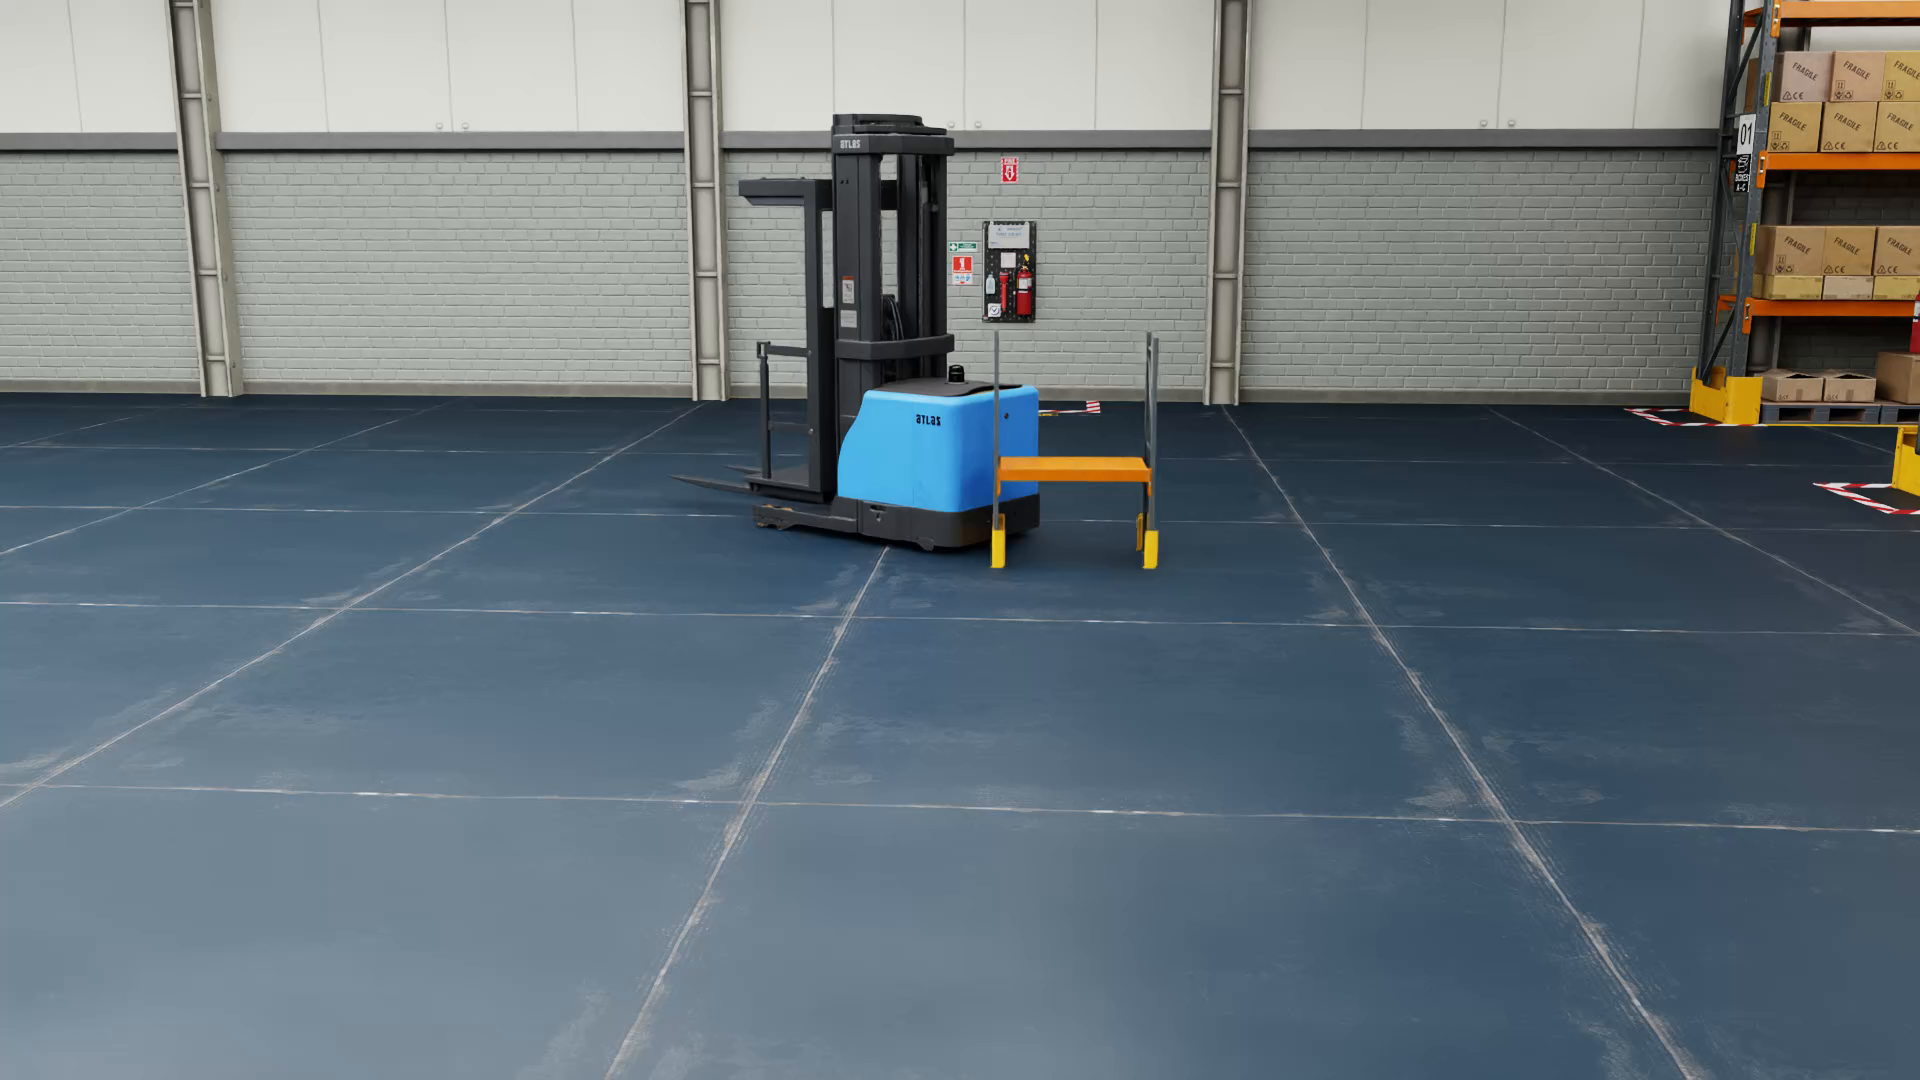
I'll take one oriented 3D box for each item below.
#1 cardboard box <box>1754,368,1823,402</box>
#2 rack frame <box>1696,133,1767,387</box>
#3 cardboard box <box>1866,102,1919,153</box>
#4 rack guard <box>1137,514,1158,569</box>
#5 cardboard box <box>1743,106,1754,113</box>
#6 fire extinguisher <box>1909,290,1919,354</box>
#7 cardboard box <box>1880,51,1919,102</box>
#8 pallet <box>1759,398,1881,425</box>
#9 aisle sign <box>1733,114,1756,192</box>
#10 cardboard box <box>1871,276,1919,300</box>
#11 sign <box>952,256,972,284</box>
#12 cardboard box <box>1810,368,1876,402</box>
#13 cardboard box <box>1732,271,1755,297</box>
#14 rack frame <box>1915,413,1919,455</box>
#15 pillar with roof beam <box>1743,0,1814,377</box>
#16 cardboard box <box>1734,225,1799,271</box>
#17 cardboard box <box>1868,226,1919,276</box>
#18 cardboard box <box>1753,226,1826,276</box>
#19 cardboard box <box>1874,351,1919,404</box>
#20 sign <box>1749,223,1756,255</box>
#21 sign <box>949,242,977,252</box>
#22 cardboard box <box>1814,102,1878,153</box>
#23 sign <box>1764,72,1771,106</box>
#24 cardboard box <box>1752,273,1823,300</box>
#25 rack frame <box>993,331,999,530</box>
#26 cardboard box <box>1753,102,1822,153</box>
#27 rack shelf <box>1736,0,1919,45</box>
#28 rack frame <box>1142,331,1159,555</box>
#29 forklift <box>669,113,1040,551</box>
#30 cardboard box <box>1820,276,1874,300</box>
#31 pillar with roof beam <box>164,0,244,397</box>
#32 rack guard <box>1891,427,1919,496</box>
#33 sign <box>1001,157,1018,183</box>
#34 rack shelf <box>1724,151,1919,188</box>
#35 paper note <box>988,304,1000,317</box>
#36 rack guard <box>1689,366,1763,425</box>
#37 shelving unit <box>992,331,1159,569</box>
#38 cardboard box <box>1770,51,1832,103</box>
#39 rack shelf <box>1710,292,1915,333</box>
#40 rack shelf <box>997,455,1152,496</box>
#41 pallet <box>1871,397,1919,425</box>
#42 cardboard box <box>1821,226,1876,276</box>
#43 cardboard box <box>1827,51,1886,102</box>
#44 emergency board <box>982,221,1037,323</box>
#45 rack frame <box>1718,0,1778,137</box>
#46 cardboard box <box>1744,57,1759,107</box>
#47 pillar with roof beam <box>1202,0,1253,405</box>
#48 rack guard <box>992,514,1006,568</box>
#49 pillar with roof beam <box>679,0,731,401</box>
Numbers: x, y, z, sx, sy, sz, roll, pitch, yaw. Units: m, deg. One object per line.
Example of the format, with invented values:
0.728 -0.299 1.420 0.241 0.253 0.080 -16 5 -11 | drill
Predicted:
8.951 -1.684 17.983 0.500 0.311 0.500 -1 12 -3 | cardboard box
8.267 -2.812 17.886 0.127 3.000 1.000 1 12 4 | rack frame
9.636 -4.262 17.200 0.500 0.500 0.500 1 12 6 | cardboard box
1.255 0.005 11.131 0.087 0.250 0.587 0 12 1 | rack guard
8.700 -4.385 17.786 0.500 0.500 0.500 2 12 8 | cardboard box
7.853 -1.859 13.517 0.183 0.674 0.296 1 12 4 | fire extinguisher
9.644 -4.752 17.097 0.500 0.500 0.500 1 12 5 | cardboard box
9.151 -1.428 18.078 1.213 0.211 1.003 1 12 4 | pallet
8.175 -4.024 17.331 0.004 0.787 0.394 1 12 4 | aisle sign
9.759 -2.665 17.498 0.500 0.250 0.500 1 12 3 | cardboard box
0.028 -3.149 19.409 0.234 0.329 0.001 1 12 4 | sign
9.520 -1.676 17.945 0.500 0.311 0.500 2 12 8 | cardboard box
8.746 -2.782 18.058 0.500 0.250 0.500 1 12 5 | cardboard box
7.939 -1.800 13.047 0.127 3.000 1.000 1 12 4 | rack frame
8.735 -5.036 13.866 0.400 9.000 9.100 1 12 4 | pillar with roof beam
8.751 -3.153 17.999 0.500 0.500 0.500 1 12 3 | cardboard box
9.731 -3.030 17.415 0.500 0.500 0.500 0 12 2 | cardboard box
8.723 -3.048 17.497 0.500 0.500 0.500 1 12 4 | cardboard box
10.249 -1.748 17.829 0.500 0.500 0.700 0 12 0 | cardboard box
8.231 -3.125 17.267 0.005 0.325 0.100 1 12 4 | sign
0.032 -3.407 19.346 0.331 0.109 0.001 1 12 4 | sign
9.117 -4.269 17.230 0.500 0.500 0.500 2 12 8 | cardboard box
8.231 -4.597 16.959 0.005 0.325 0.100 1 12 4 | sign
8.732 -2.677 17.557 0.500 0.250 0.500 0 12 2 | cardboard box
0.240 -0.610 11.021 0.032 1.500 0.500 0 12 1 | rack frame
8.584 -4.283 17.300 0.500 0.500 0.500 1 12 5 | cardboard box
10.262 -5.367 17.214 4.000 0.370 1.077 1 12 4 | rack shelf
1.256 -0.606 11.003 0.032 1.500 0.500 0 12 1 | rack frame
-0.900 -1.580 12.165 3.031 2.935 1.130 9 15 37 | forklift
9.252 -2.673 17.537 0.500 0.250 0.500 0 12 2 | cardboard box
-9.224 -5.283 15.043 0.400 9.000 9.100 1 12 4 | pillar with roof beam
7.916 -0.577 13.305 0.348 0.500 1.175 1 12 4 | rack guard
0.572 -4.258 19.136 0.199 0.298 0.001 1 12 4 | sign
10.262 -3.901 17.521 4.000 0.370 1.077 1 12 4 | rack shelf
0.401 -2.688 19.445 0.142 0.148 0.016 1 12 4 | paper note
8.343 -1.588 18.136 0.348 0.500 1.175 1 12 4 | rack guard
0.757 -0.608 11.012 1.083 1.500 0.587 0 12 1 | shelving unit
8.635 -4.774 17.201 0.500 0.500 0.500 0 12 0 | cardboard box
10.262 -2.433 17.828 4.000 0.370 1.077 1 12 4 | rack shelf
0.748 -0.432 11.049 1.000 0.185 0.538 0 12 1 | rack shelf
10.365 -1.411 17.996 1.213 0.211 1.003 1 12 4 | pallet
9.216 -3.039 17.455 0.500 0.500 0.500 1 12 4 | cardboard box
9.132 -4.756 17.119 0.500 0.500 0.500 1 12 3 | cardboard box
0.573 -3.103 19.276 0.643 1.169 0.194 1 12 4 | emergency board
8.267 -5.749 17.271 0.127 3.000 1.000 1 12 4 | rack frame
8.714 -4.876 17.691 0.500 0.500 0.500 1 12 6 | cardboard box
2.749 -5.118 14.258 0.400 9.000 9.100 1 12 4 | pillar with roof beam
0.259 0.002 11.149 0.087 0.250 0.587 0 12 1 | rack guard
-3.238 -5.200 14.651 0.400 9.000 9.100 1 12 4 | pillar with roof beam
